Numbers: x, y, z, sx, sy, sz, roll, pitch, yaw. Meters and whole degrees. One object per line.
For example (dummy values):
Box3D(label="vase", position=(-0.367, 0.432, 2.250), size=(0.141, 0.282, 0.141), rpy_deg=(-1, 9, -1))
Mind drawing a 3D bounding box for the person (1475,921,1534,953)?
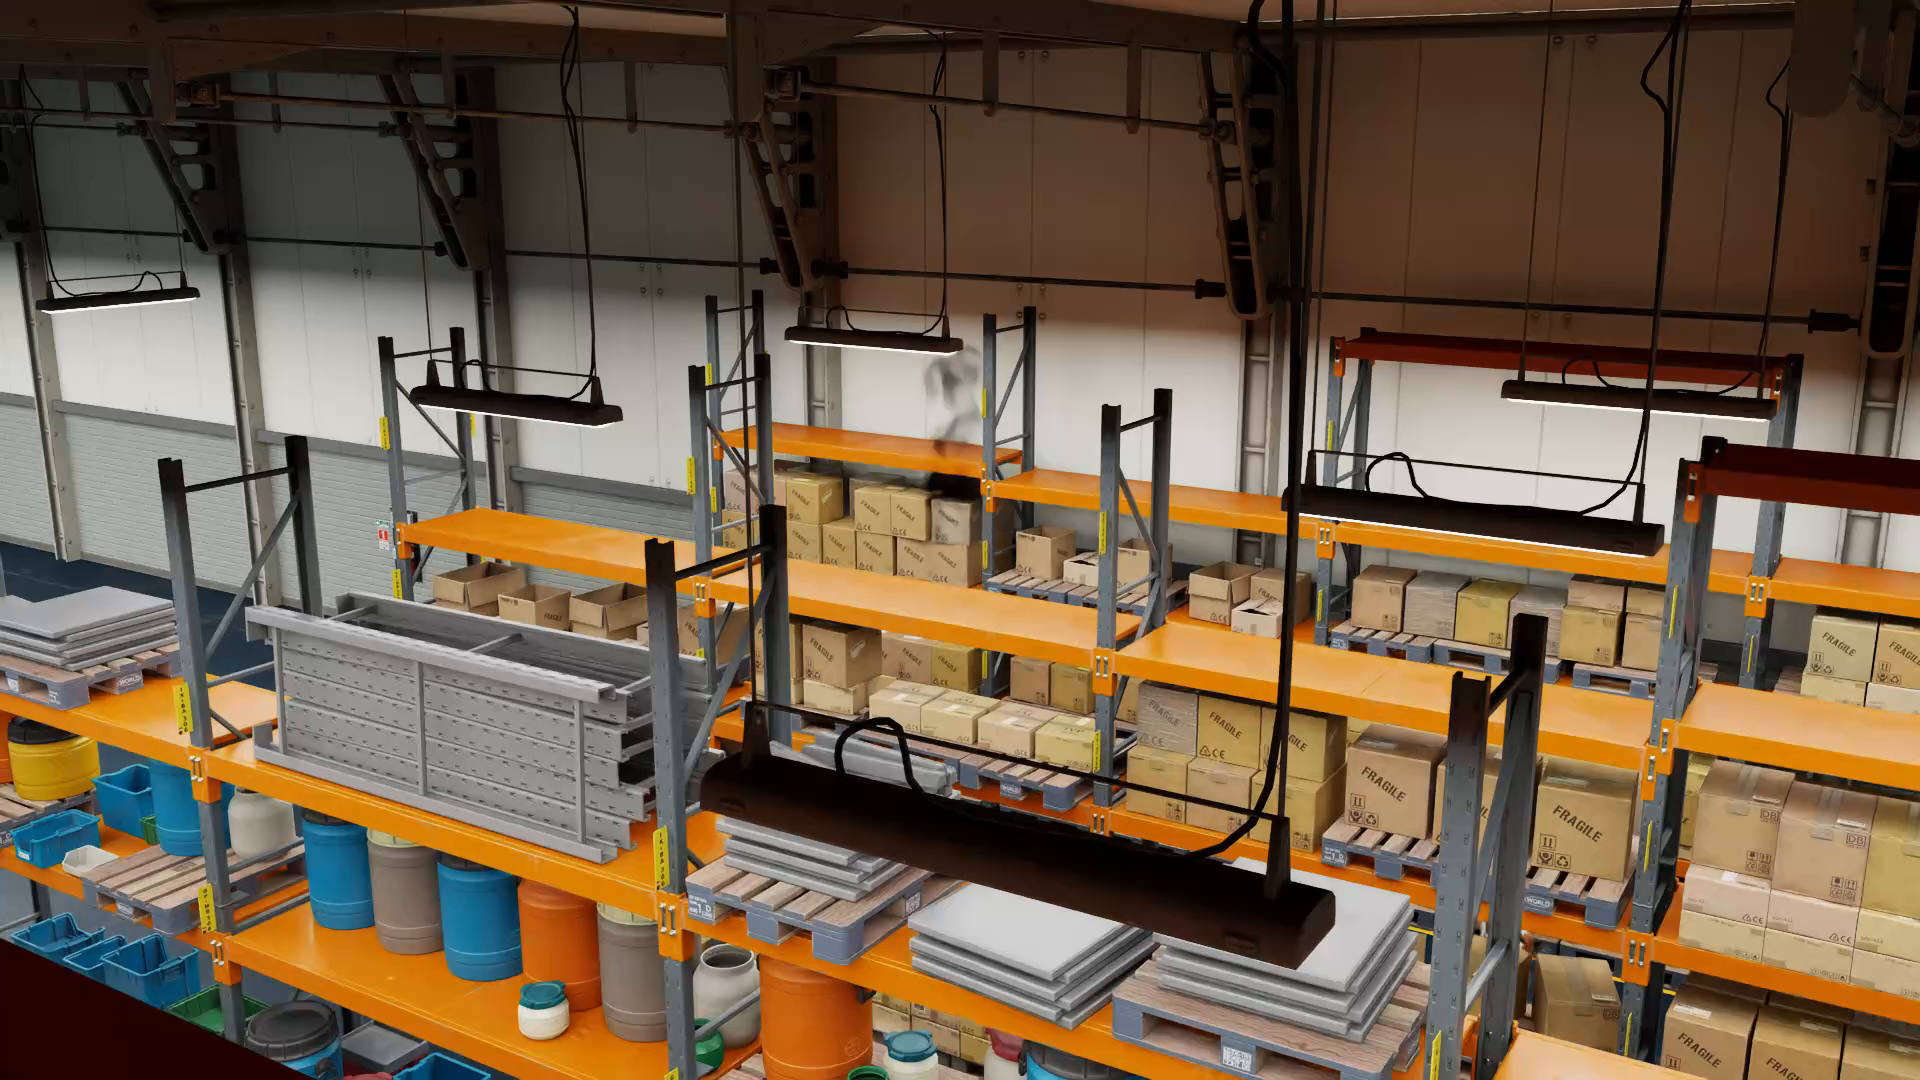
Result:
Box3D(label="person", position=(4.792, 3.802, 14.513), size=(0.838, 1.729, 0.587), rpy_deg=(7, 15, 25))
